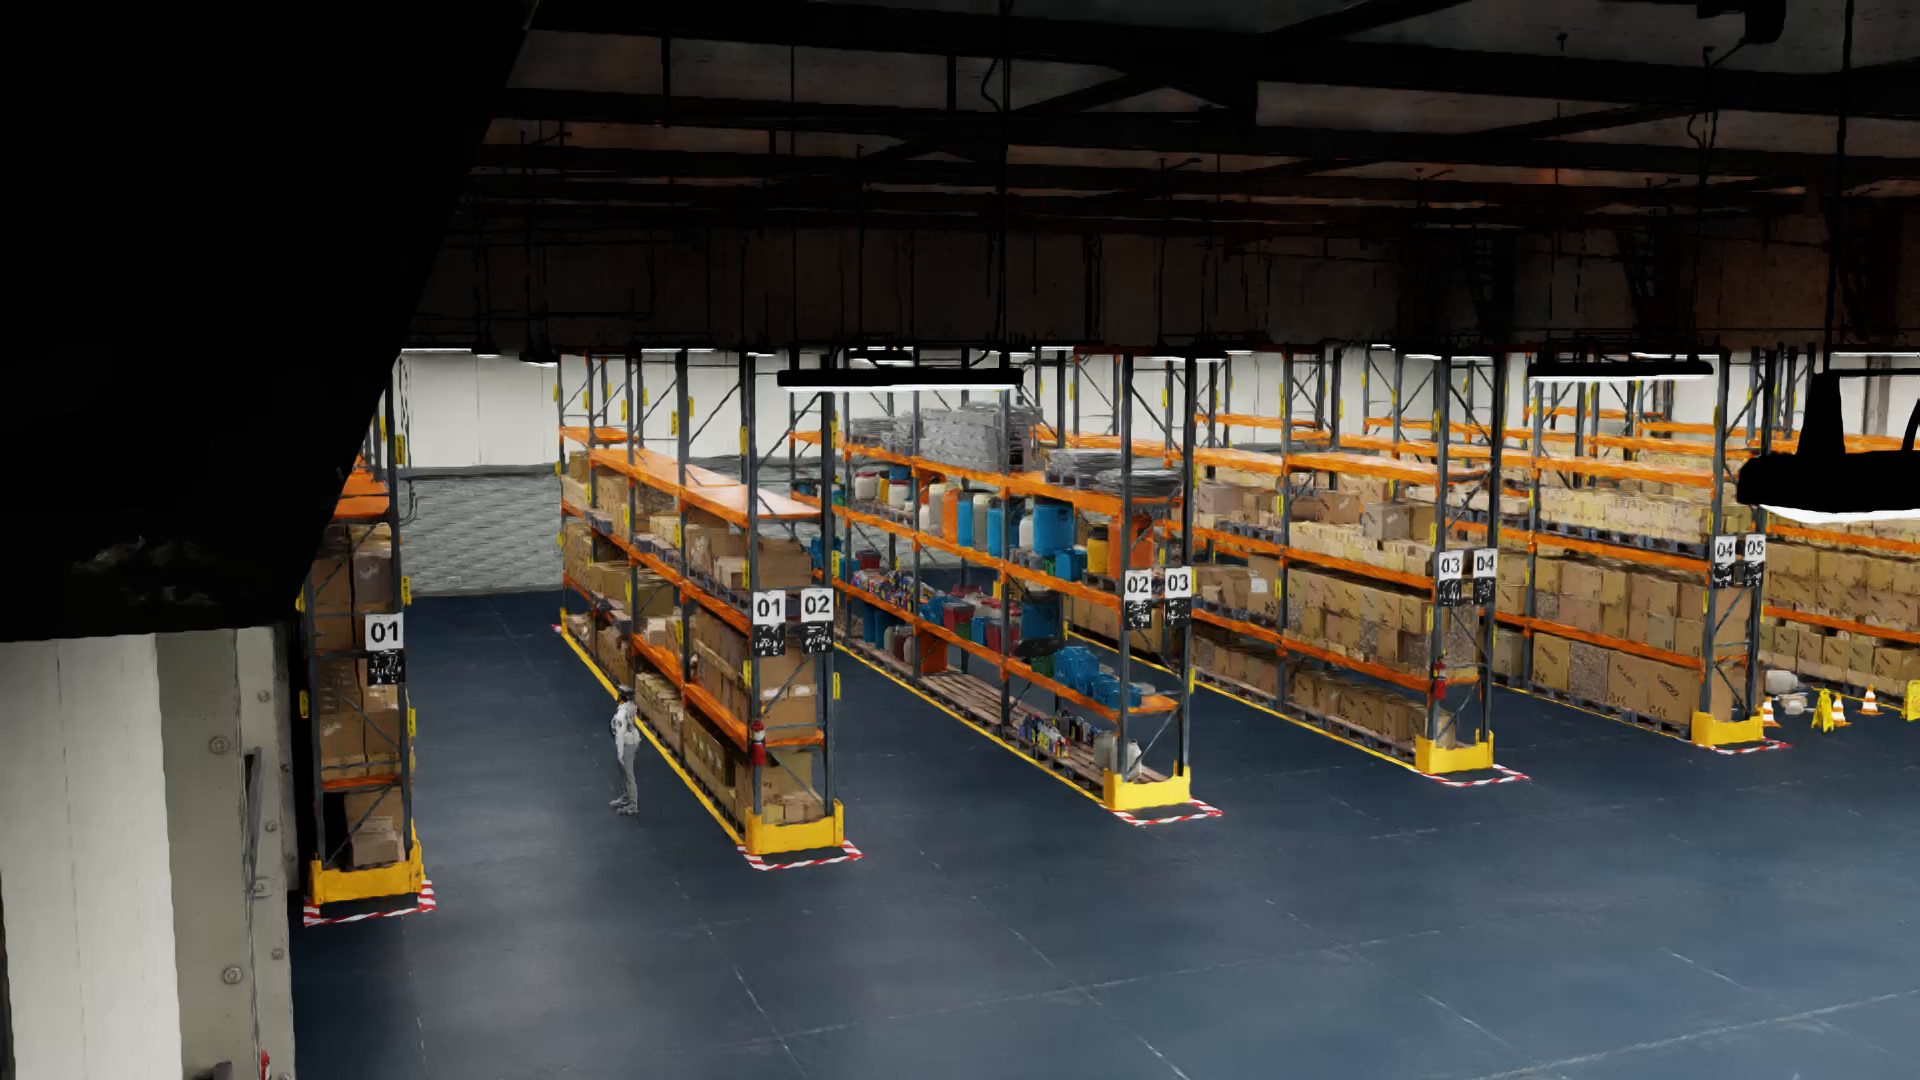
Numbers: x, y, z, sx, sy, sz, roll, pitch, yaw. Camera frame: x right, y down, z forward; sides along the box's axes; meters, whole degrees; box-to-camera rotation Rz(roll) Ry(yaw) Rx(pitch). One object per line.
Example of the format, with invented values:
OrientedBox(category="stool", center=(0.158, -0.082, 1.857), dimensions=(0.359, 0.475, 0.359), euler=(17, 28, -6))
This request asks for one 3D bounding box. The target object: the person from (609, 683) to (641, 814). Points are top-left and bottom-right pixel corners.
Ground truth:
OrientedBox(category="person", center=(-4.426, 2.723, 21.845), dimensions=(0.462, 1.677, 0.524), euler=(1, 7, 10))

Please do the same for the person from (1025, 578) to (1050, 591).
OrientedBox(category="person", center=(1.575, 1.233, 33.114), dimensions=(0.649, 1.772, 0.463), euler=(6, 9, 39))

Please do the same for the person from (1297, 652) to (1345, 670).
OrientedBox(category="person", center=(6.691, 1.607, 30.903), dimensions=(0.491, 1.598, 1.000), euler=(-4, 8, -29))
